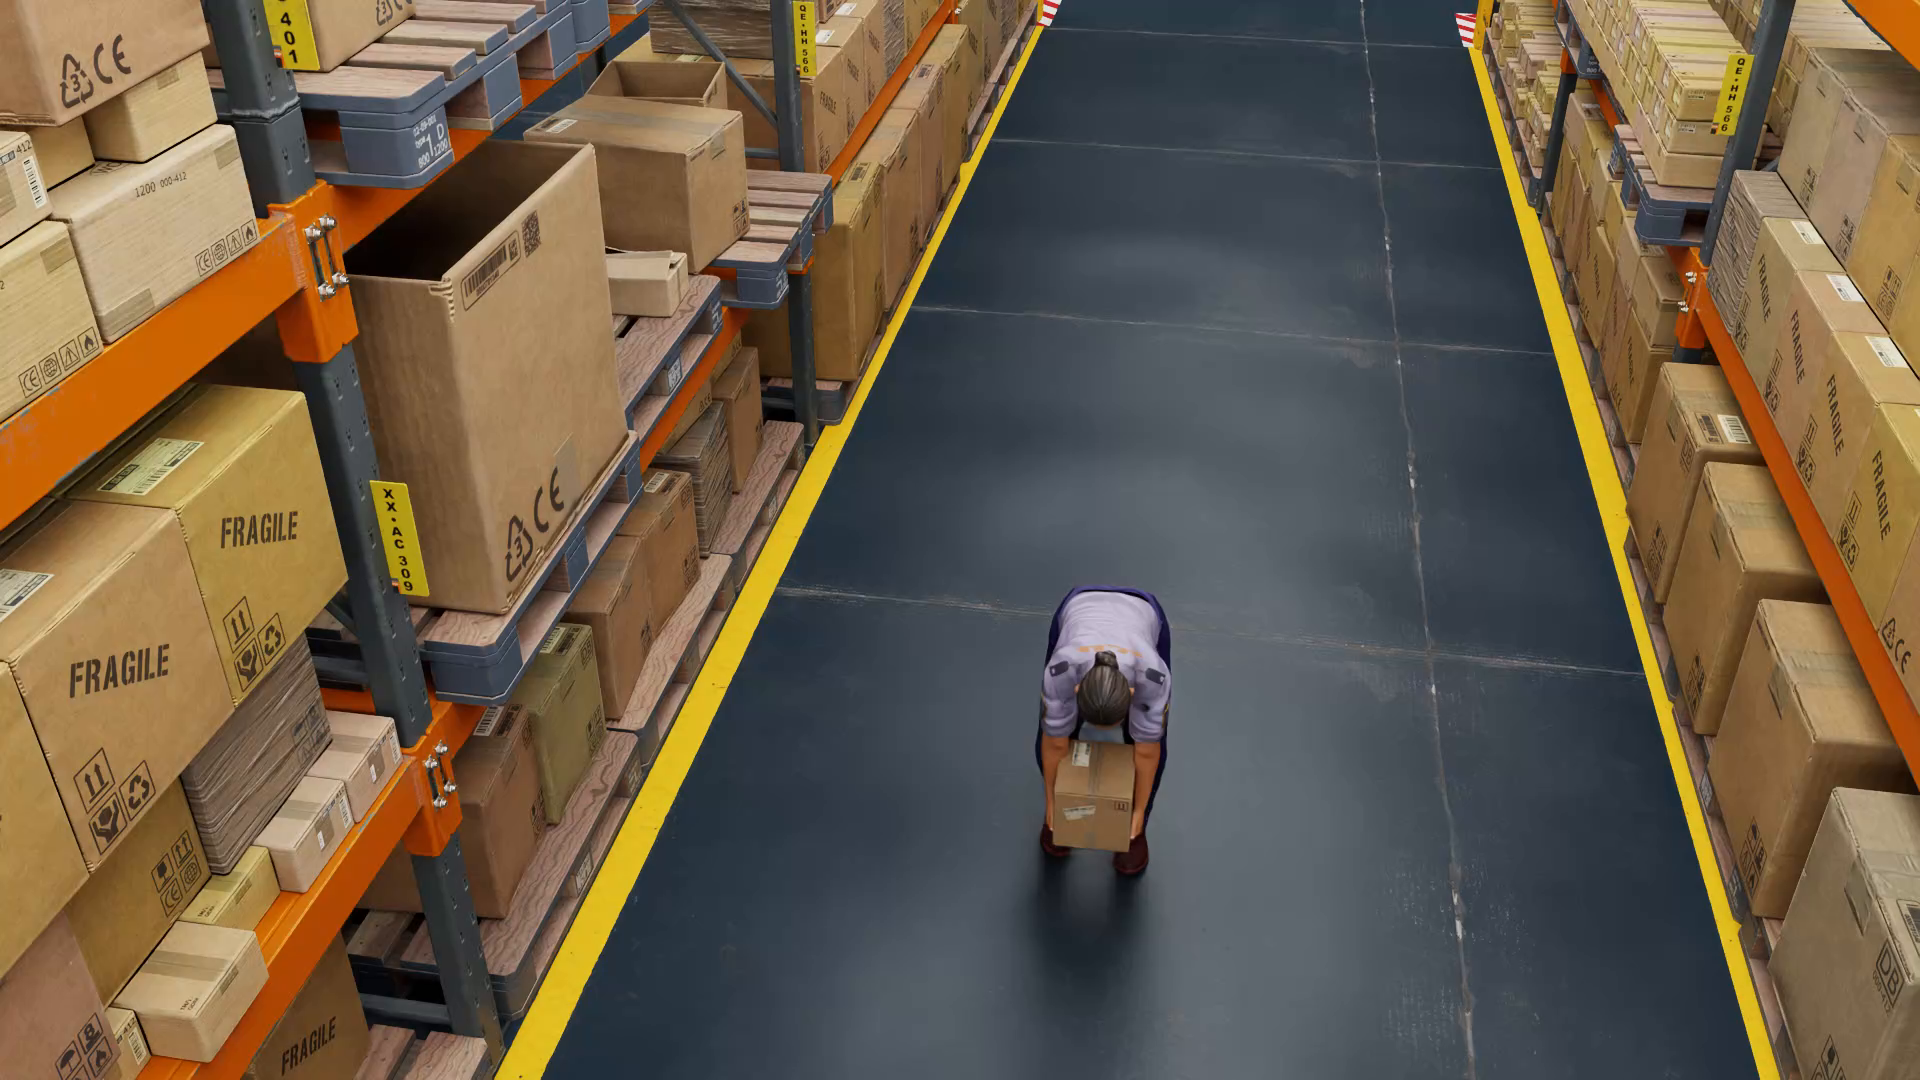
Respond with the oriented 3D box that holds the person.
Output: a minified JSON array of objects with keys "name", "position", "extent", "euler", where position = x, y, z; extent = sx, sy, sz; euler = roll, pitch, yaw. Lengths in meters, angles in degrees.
[{"name":"person","position":[0.504,0.371,5.563],"extent":[0.530,1.654,0.390],"euler":[4,33,7]}]
